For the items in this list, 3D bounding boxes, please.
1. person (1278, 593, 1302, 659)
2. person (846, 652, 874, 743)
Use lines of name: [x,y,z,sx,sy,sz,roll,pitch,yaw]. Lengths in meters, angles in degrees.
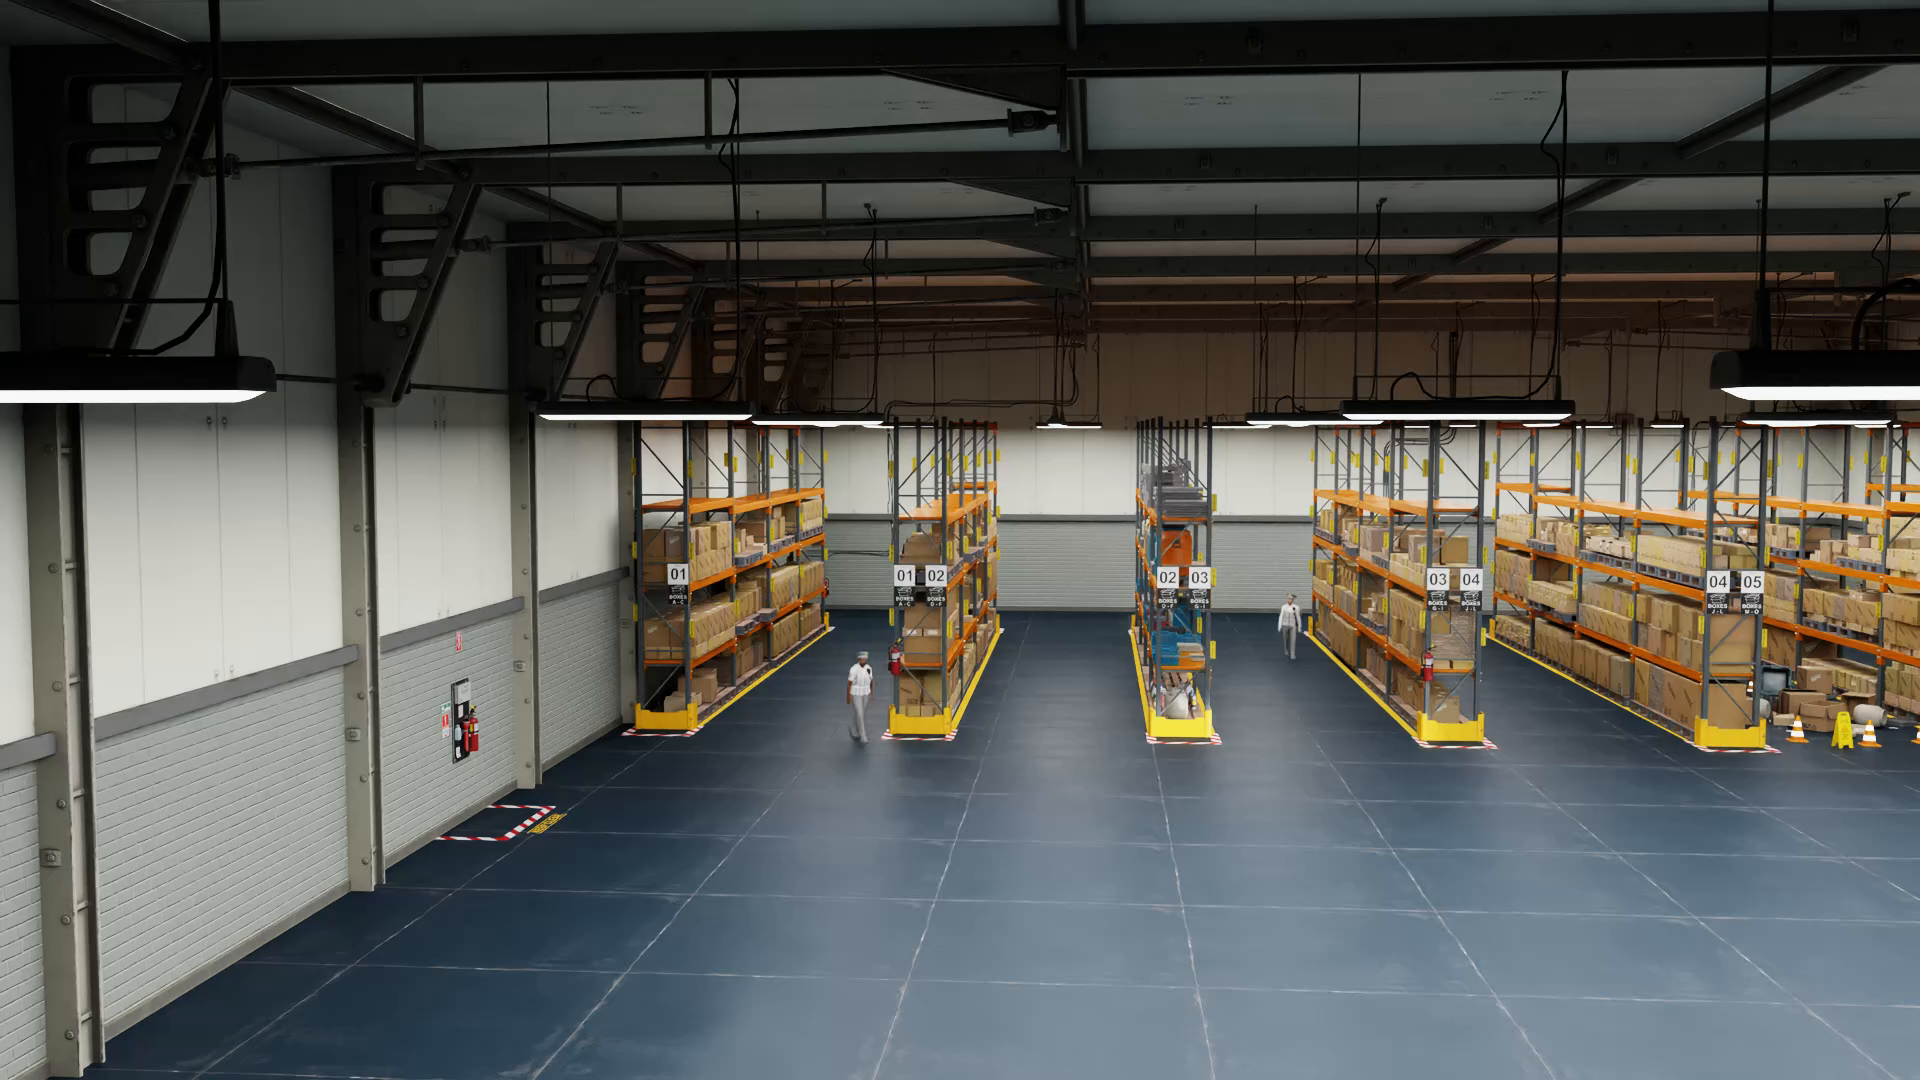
person: [8.302,2.154,41.829,0.563,1.621,1.034,1,4,15]
person: [-1.836,2.876,30.749,0.529,1.631,0.881,-3,5,-42]
